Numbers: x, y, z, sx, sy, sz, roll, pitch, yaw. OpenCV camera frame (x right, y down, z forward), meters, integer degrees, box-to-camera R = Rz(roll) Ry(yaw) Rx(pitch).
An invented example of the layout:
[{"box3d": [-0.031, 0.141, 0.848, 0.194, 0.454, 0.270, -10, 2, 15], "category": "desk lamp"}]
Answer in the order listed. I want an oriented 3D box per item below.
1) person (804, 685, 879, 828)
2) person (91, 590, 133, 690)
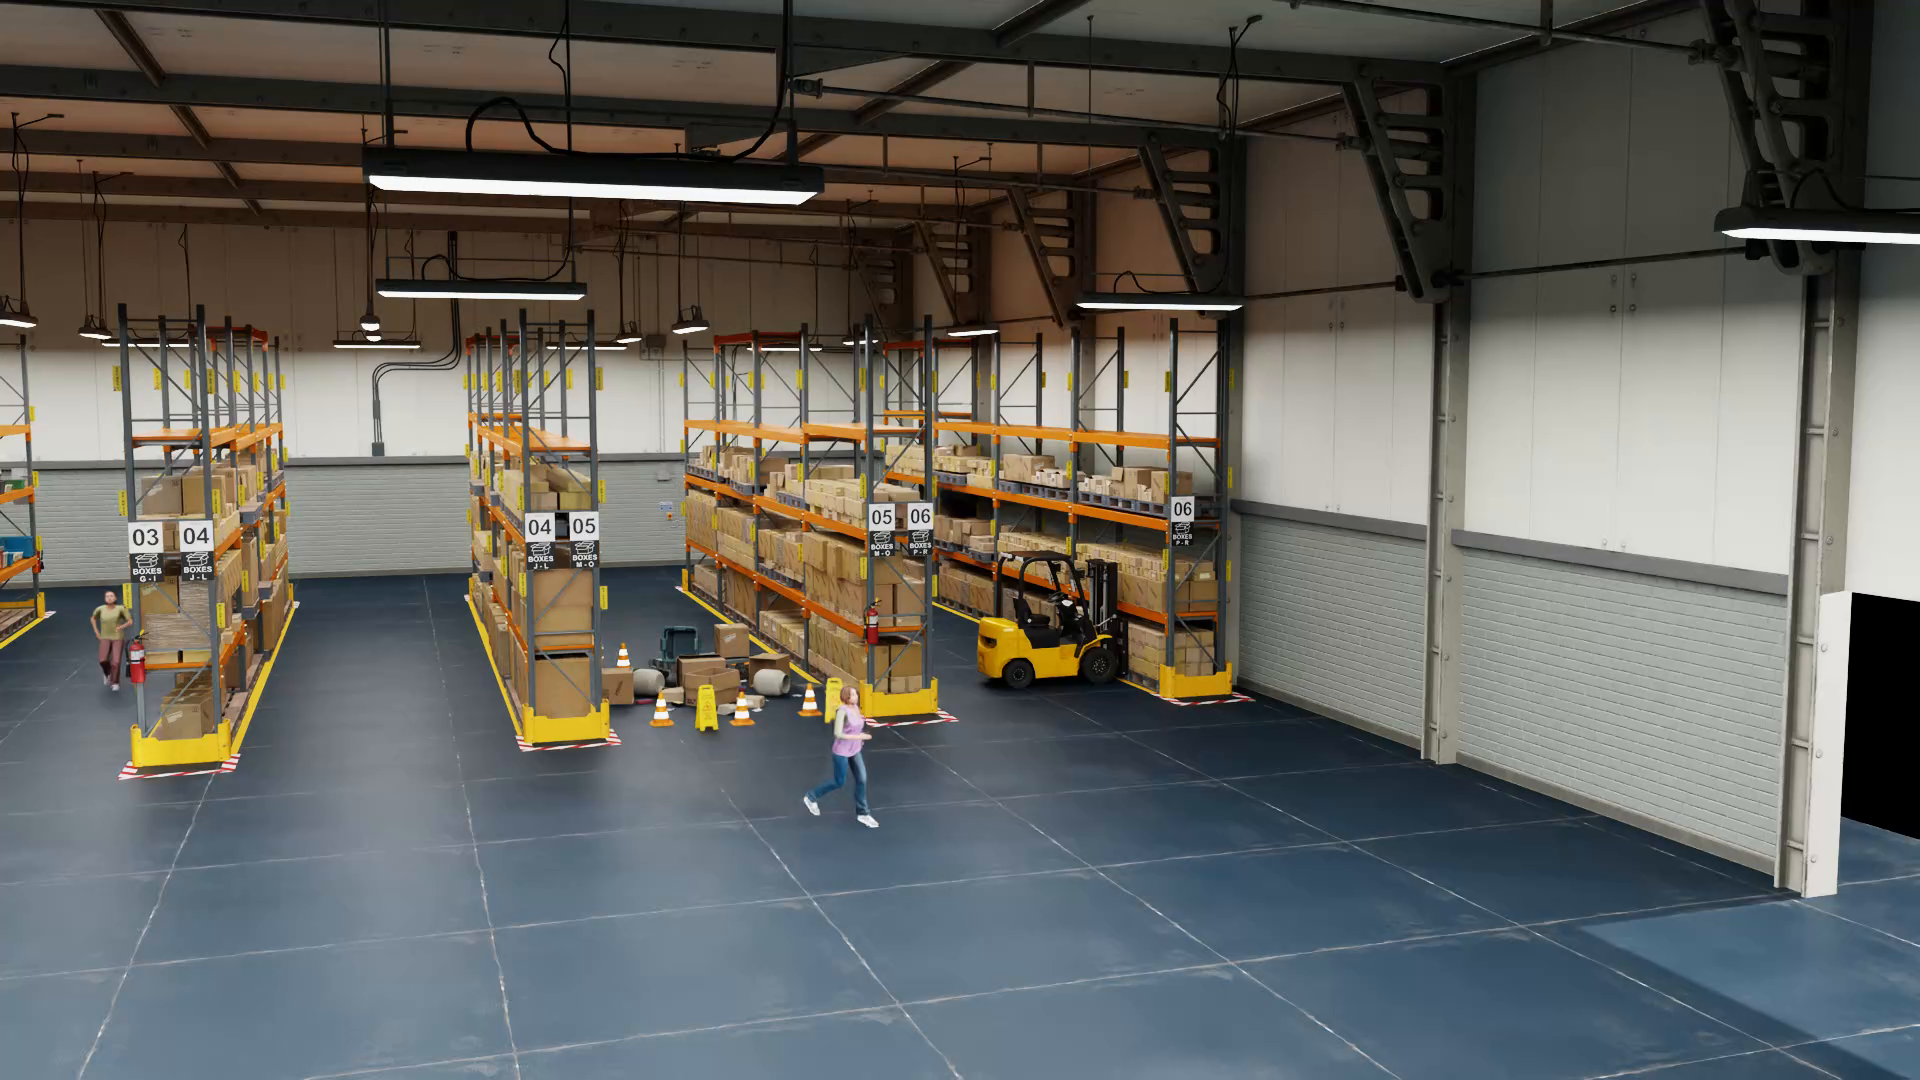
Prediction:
[{"box3d": [-1.324, 2.427, 18.822, 0.886, 1.602, 0.551, 3, 6, 28], "category": "person"}, {"box3d": [-13.771, 1.626, 27.008, 0.624, 1.638, 0.514, -2, 6, -20], "category": "person"}]
